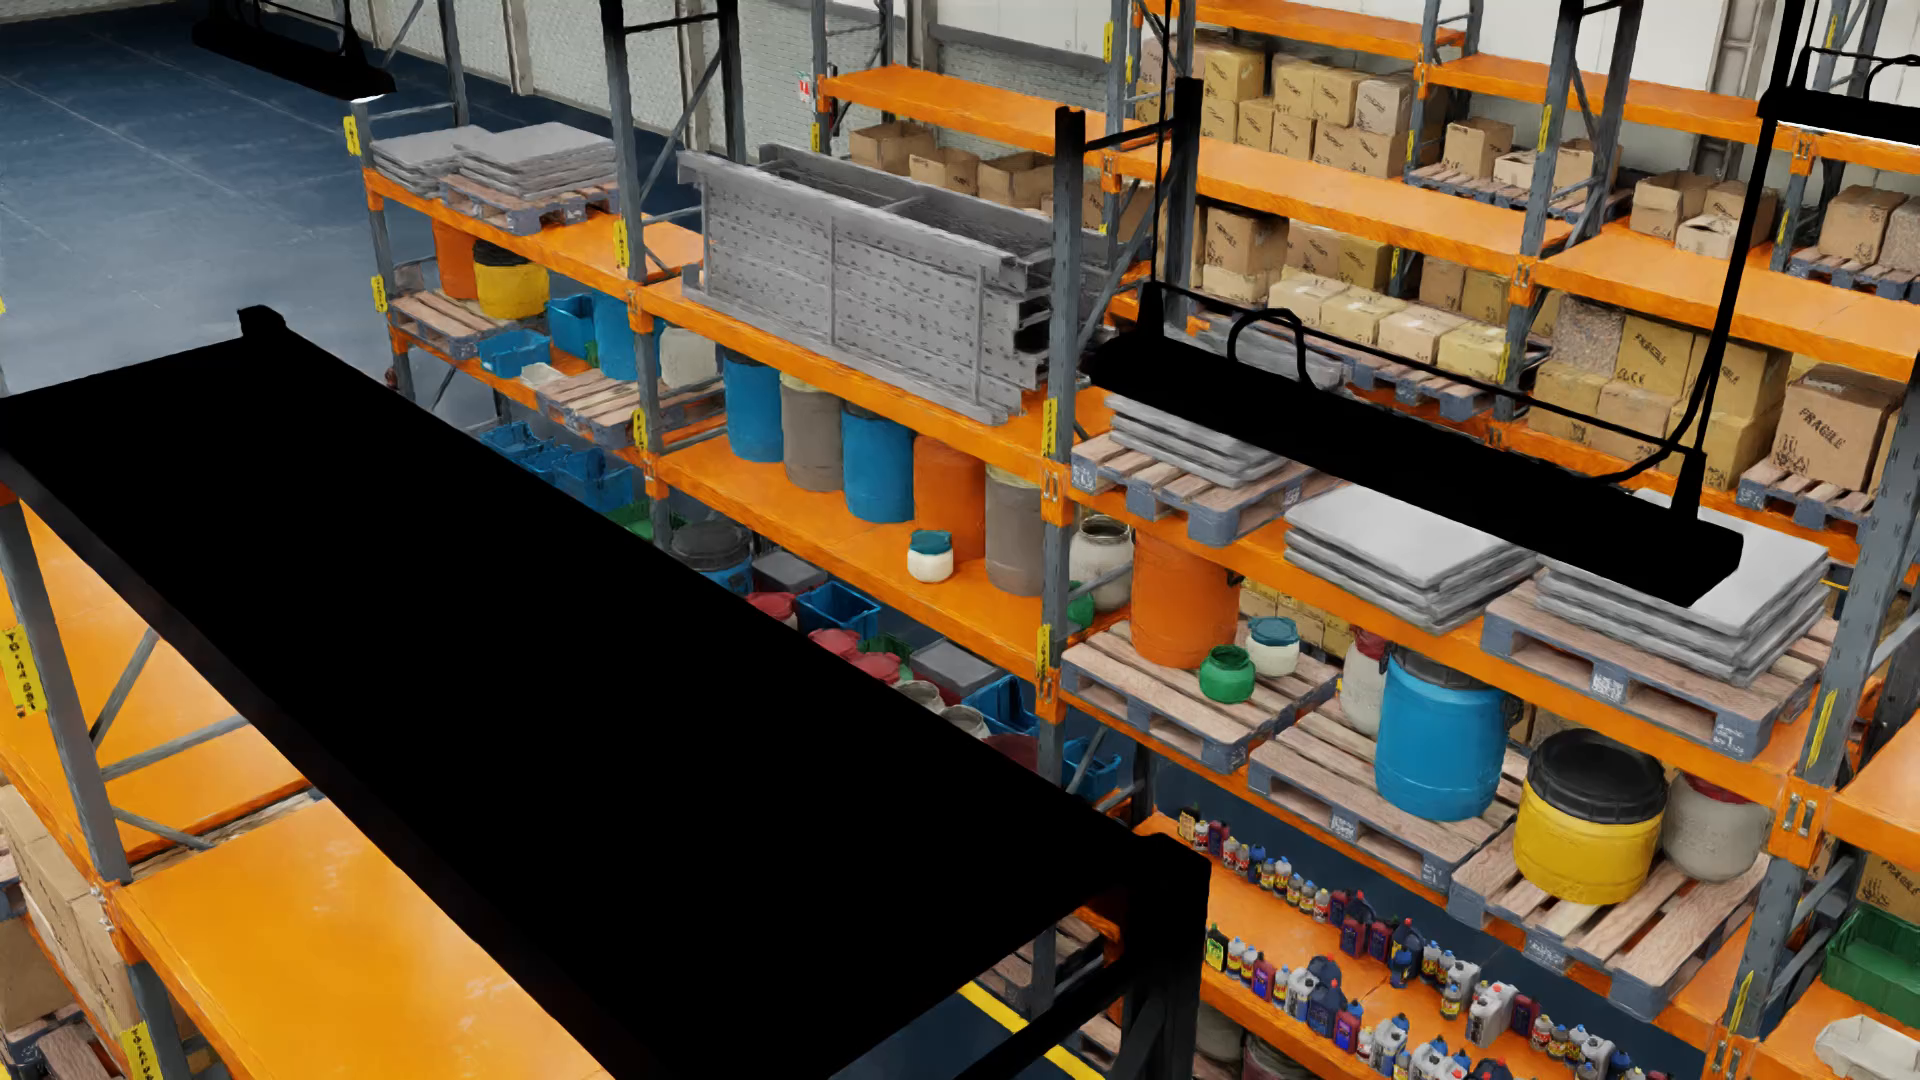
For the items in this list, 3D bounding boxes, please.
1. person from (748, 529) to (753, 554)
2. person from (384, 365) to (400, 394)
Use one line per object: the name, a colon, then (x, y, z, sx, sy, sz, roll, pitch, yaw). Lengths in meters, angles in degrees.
person: (-1.765, -0.604, 16.276, 0.794, 1.608, 0.643, 14, 31, 25)
person: (-5.673, -1.058, 17.115, 0.364, 1.600, 0.511, -14, 31, -24)
